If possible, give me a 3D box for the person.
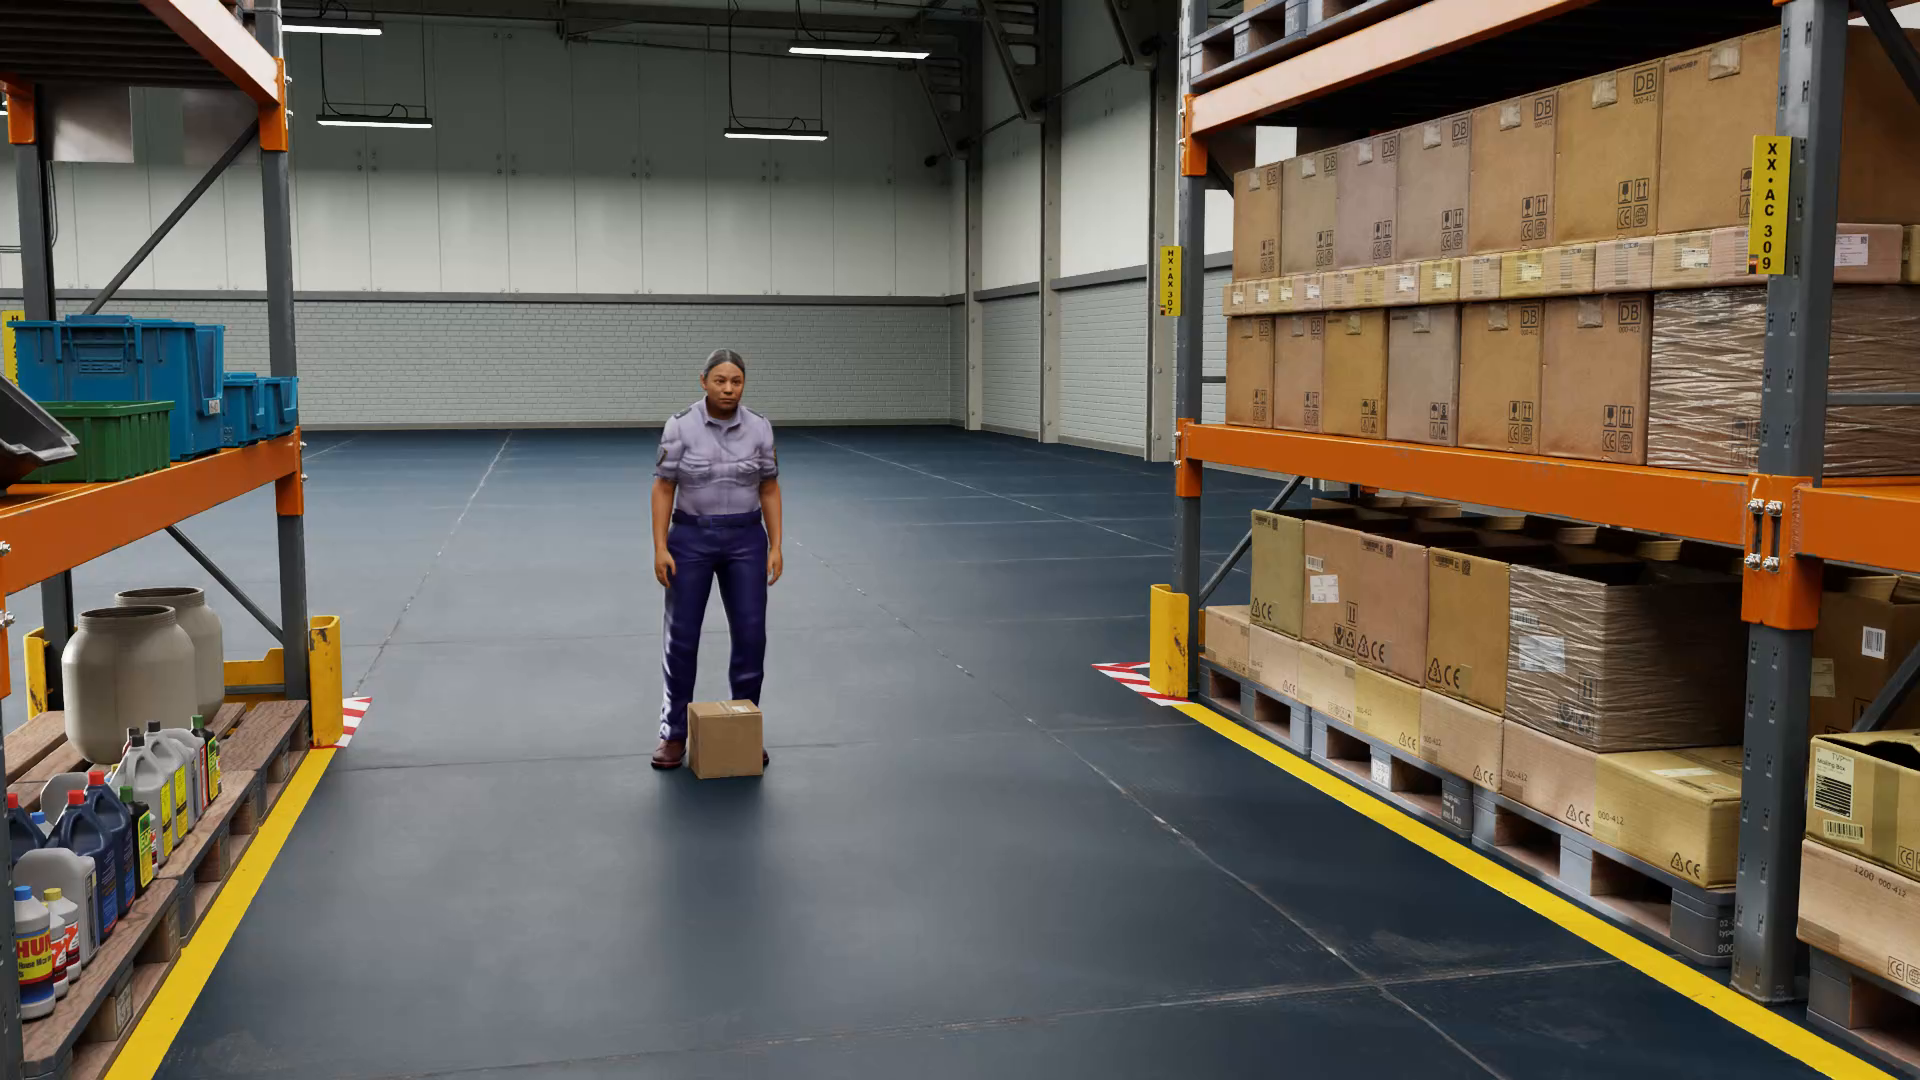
[{"bbox_3d":[-0.977,0.069,6.657,0.562,1.636,0.427,-2,7,-17],"label":"person"}]
